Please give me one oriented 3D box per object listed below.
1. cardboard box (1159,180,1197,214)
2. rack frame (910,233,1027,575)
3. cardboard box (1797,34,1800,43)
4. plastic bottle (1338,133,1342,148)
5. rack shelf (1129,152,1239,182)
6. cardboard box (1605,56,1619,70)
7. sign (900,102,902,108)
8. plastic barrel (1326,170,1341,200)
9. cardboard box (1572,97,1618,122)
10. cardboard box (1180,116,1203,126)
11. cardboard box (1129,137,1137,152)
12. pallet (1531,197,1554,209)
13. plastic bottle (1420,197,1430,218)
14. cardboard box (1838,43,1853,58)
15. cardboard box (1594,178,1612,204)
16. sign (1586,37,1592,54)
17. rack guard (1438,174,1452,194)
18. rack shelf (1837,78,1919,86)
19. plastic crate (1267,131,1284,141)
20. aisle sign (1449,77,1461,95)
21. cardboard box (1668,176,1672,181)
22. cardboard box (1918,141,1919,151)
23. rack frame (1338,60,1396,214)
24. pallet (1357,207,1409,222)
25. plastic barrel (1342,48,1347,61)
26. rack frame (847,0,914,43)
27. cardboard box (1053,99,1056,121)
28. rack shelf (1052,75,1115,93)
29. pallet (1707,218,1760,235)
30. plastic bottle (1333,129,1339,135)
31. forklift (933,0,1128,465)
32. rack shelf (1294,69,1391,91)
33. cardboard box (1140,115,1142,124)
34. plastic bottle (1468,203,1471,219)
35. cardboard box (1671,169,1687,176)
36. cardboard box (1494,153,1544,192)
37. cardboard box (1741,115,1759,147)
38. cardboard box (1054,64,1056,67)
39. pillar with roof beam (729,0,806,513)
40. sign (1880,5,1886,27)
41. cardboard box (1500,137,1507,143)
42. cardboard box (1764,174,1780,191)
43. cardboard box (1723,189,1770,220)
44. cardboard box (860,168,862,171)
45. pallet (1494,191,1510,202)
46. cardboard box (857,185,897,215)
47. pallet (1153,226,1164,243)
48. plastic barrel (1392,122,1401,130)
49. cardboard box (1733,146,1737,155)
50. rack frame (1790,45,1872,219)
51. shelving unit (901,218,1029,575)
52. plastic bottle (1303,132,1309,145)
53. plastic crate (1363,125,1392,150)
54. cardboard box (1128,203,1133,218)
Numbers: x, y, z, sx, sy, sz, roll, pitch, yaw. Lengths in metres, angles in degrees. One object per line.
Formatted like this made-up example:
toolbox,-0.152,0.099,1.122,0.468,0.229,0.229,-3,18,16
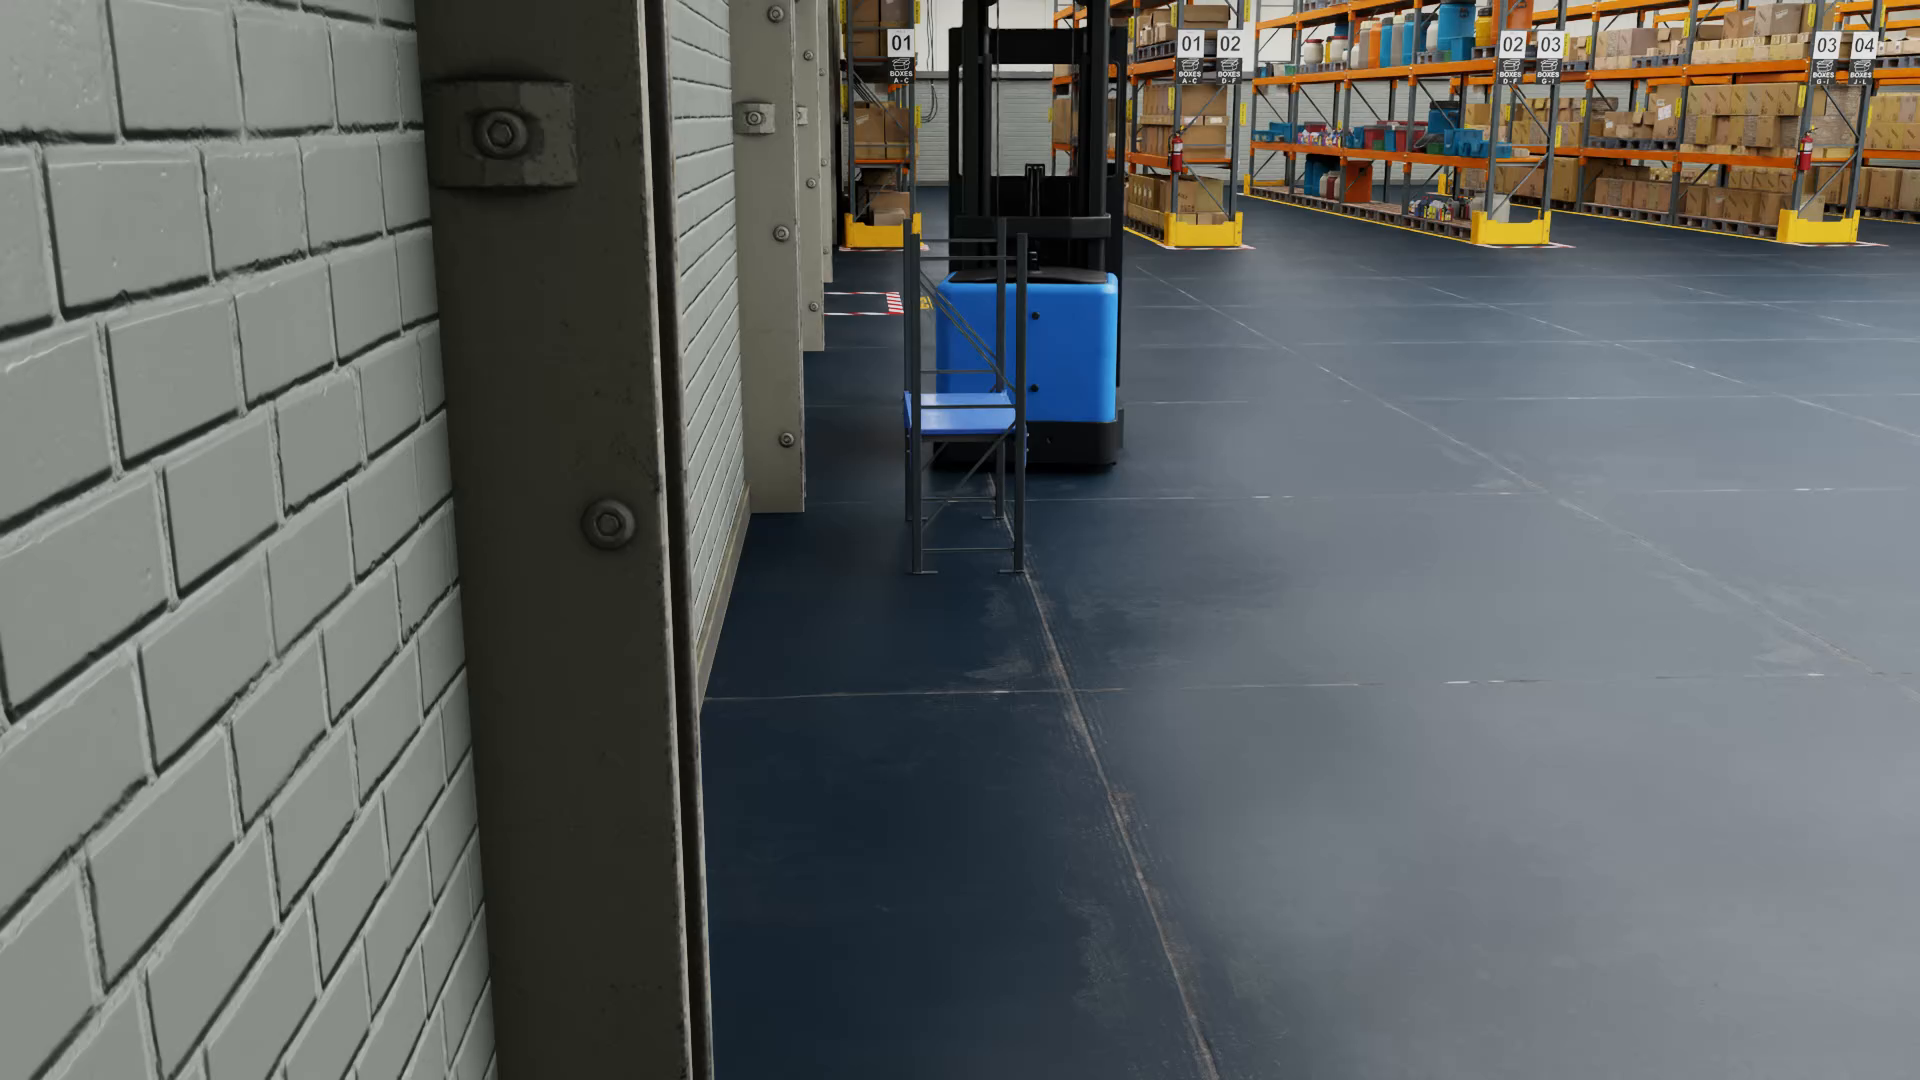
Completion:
cardboard box,3.433,-5.401,26.167,0.500,0.500,0.500,-1,14,-3
rack frame,0.037,-0.579,7.266,0.500,1.500,0.032,-1,14,-3
cardboard box,13.423,-7.893,26.164,0.380,0.149,0.250,-1,14,-5
plastic bottle,7.761,-8.140,33.876,0.061,0.283,0.133,-1,14,-3
rack shelf,3.639,-6.186,27.492,1.077,0.370,4.000,-1,14,-3
cardboard box,12.961,-9.310,32.472,0.500,0.250,0.500,-1,14,-2
sign,-1.136,-8.482,32.809,0.100,0.325,0.005,-1,14,-3
plastic barrel,8.094,-7.540,35.308,0.600,0.588,0.708,-1,14,-3
cardboard box,13.126,-8.895,34.363,0.797,0.503,0.637,0,14,-2
cardboard box,3.549,-6.492,25.734,0.380,0.149,0.250,-1,14,-4
cardboard box,3.277,-7.182,30.192,0.396,0.266,0.258,-1,14,-5
pallet,13.109,-7.328,36.084,1.003,0.211,1.213,-1,14,-3
plastic bottle,8.107,-5.783,28.917,0.144,0.351,0.185,-1,15,-6
cardboard box,13.879,-7.693,26.186,0.500,0.250,0.500,0,14,-2
cardboard box,13.216,-7.015,33.403,0.700,0.500,0.500,-2,15,-6
sign,12.600,-9.913,33.320,0.100,0.325,0.005,-1,14,-3
rack guard,12.658,-8.963,41.861,1.175,0.500,0.348,-1,14,-3
rack shelf,22.674,-10.928,39.903,1.077,0.370,4.000,-1,14,-3
plastic crate,7.503,-9.571,39.421,0.416,0.233,0.300,-1,14,-3
aisle sign,12.355,-11.440,41.254,0.394,0.787,0.004,-1,14,-3
cardboard box,17.475,-8.794,40.465,0.380,0.149,0.250,-2,15,-6
cardboard box,18.060,-7.409,30.603,0.500,0.500,0.500,-1,14,-4
rack frame,8.211,-8.102,33.496,1.000,3.000,0.127,-1,14,-3
pallet,8.293,-6.256,31.916,1.003,0.211,1.213,-1,14,-3
plastic barrel,7.999,-9.956,34.115,0.301,0.262,0.301,0,14,0
rack frame,-1.181,-8.865,24.421,1.000,3.000,0.127,-1,14,-3
cardboard box,2.536,-10.434,40.353,0.500,0.500,0.500,0,14,-2
rack shelf,2.896,-10.623,38.718,1.077,0.370,4.000,-1,14,-3
pallet,13.558,-5.363,28.445,1.003,0.211,1.213,-1,14,-3
plastic bottle,8.215,-8.801,36.312,0.144,0.351,0.185,-1,14,-3
forklift,0.495,-2.163,10.550,1.130,2.935,3.031,1,14,5
rack shelf,8.087,-9.704,35.145,1.077,0.370,4.000,-1,14,-3
cardboard box,3.338,-7.324,28.971,0.380,0.149,0.250,-1,14,-4
plastic bottle,8.825,-5.677,28.654,0.152,0.276,0.135,-1,14,-2
cardboard box,17.411,-8.868,40.157,0.380,0.149,0.250,-1,14,-3
cardboard box,12.946,-8.513,38.515,0.875,0.875,0.875,-1,14,-3
cardboard box,13.505,-6.766,27.506,0.875,0.500,0.500,-1,14,-3
cardboard box,2.544,-11.506,40.006,0.500,0.250,0.500,-1,14,-3
pillar with roof beam,3.324,-4.615,7.905,9.100,9.000,0.400,-1,14,-3
sign,14.192,-8.073,25.610,0.100,0.325,0.005,-1,14,-3
cardboard box,12.561,-9.122,37.966,0.380,0.149,0.250,-1,14,-3
cardboard box,17.732,-7.643,35.885,0.500,0.500,0.500,-2,15,-6
cardboard box,13.547,-5.781,28.648,0.500,0.500,0.500,-2,15,-8
cardboard box,-2.058,-8.399,37.523,0.380,0.149,0.250,-1,14,-4
pallet,12.938,-8.013,38.747,1.003,0.211,1.213,-1,14,-3
cardboard box,-1.491,-6.140,30.002,0.700,0.500,0.500,0,14,-2
pallet,3.674,-4.876,26.554,1.003,0.211,1.213,-1,14,-3
plastic barrel,8.514,-7.799,32.093,0.421,0.512,0.421,0,14,0
cardboard box,13.283,-6.570,28.044,0.380,0.149,0.250,-1,14,-3
rack frame,13.650,-6.189,26.060,1.000,3.000,0.127,-1,14,-3
shelving unit,0.005,-0.705,7.757,0.538,1.500,1.048,-1,14,-3
plastic bottle,7.635,-8.825,36.554,0.152,0.276,0.135,-1,14,-3
plastic crate,8.006,-7.726,31.908,0.402,0.464,0.583,-1,14,-3
cardboard box,3.241,-5.783,29.160,0.500,0.250,0.500,-1,14,-3
